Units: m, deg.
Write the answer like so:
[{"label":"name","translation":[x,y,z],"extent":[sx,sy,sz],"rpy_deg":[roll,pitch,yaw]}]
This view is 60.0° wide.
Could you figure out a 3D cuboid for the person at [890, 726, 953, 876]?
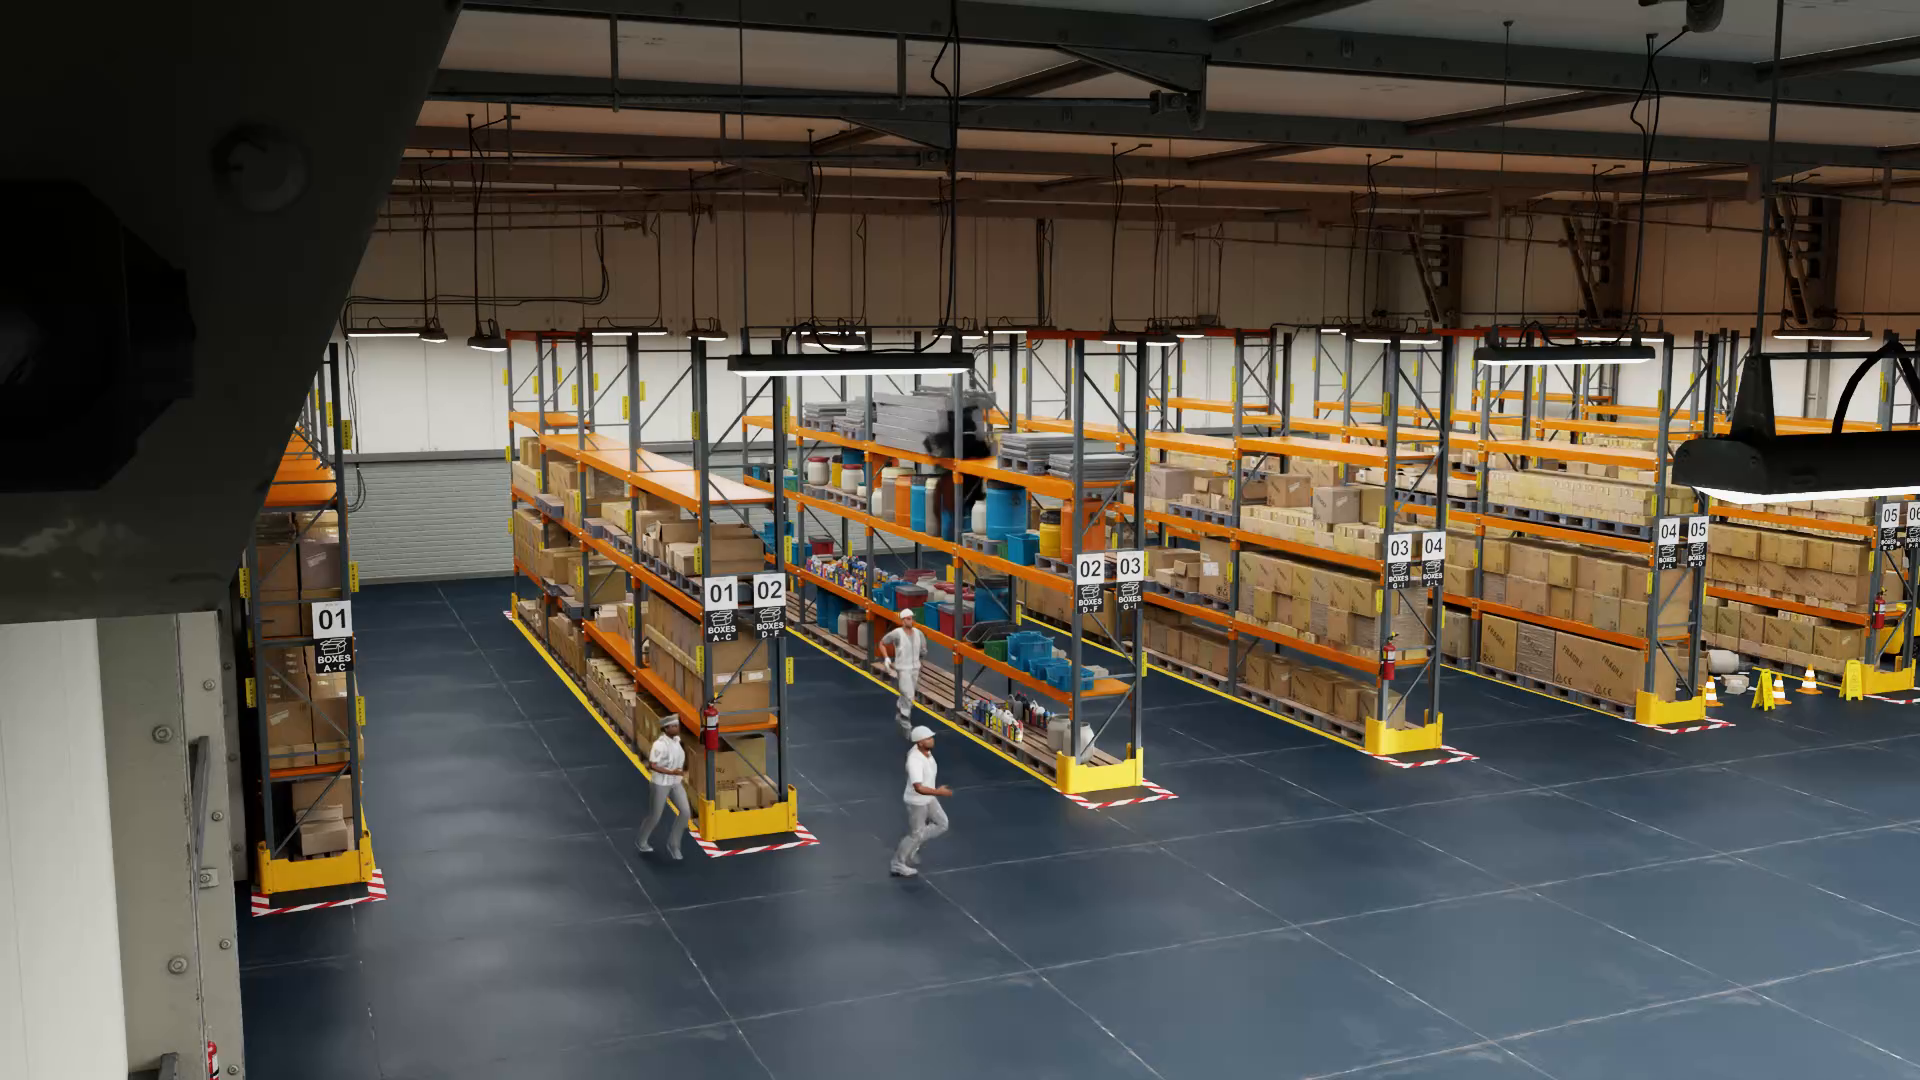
[{"label":"person","translation":[-0.413,2.926,18.793],"extent":[0.745,1.717,0.728],"rpy_deg":[2,8,12]}]

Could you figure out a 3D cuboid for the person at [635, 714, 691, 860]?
[{"label":"person","translation":[-3.428,2.881,19.465],"extent":[0.700,1.749,0.610],"rpy_deg":[5,9,33]}]

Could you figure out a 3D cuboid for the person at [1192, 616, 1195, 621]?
[{"label":"person","translation":[4.602,1.061,33.118],"extent":[0.553,1.558,0.540],"rpy_deg":[-3,8,-20]}]

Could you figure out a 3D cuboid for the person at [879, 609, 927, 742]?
[{"label":"person","translation":[-0.746,1.927,23.895],"extent":[0.641,1.890,0.736],"rpy_deg":[-7,10,-40]}]
